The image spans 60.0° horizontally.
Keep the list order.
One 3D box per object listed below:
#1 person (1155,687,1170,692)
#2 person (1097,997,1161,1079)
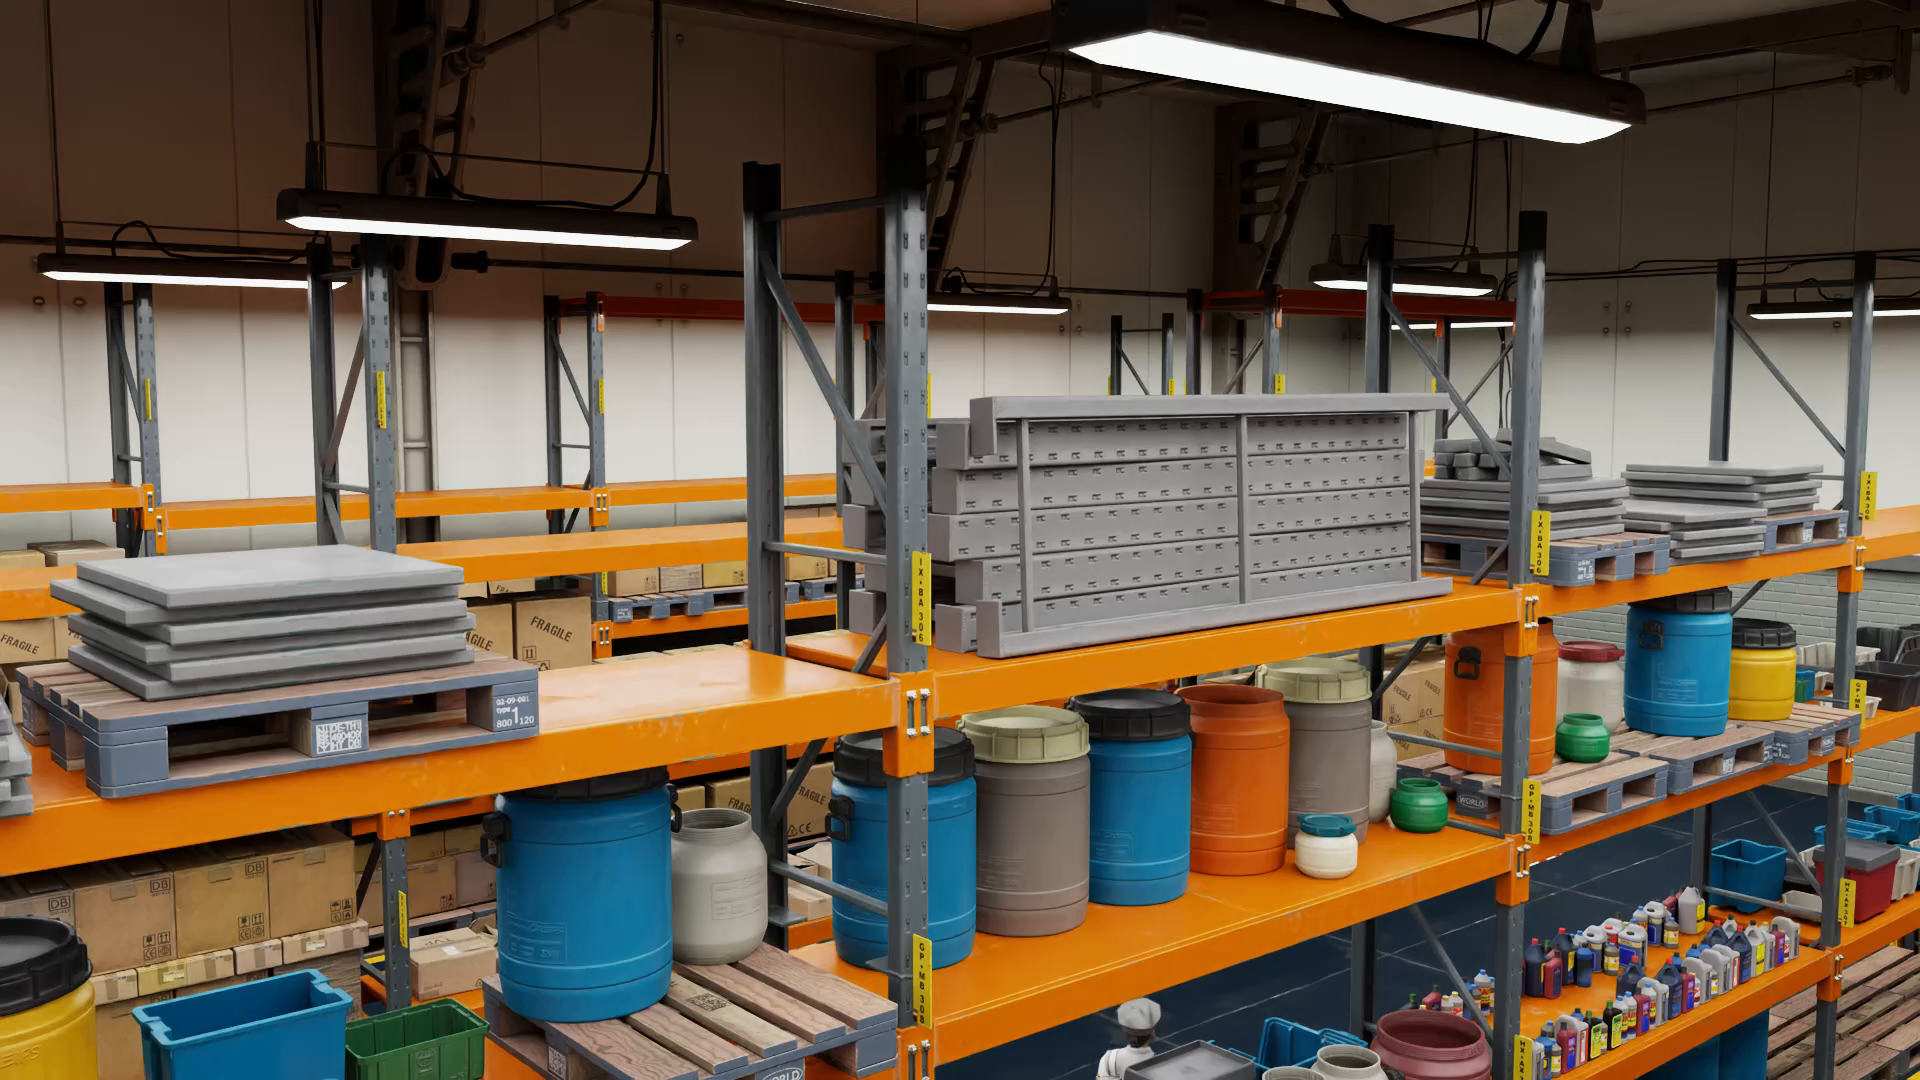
[{"bbox_3d":[2.186,2.492,19.168,1.008,1.609,0.506,-4,7,-34],"label":"person"},{"bbox_3d":[0.967,3.451,9.329,0.489,1.716,0.542,3,6,26],"label":"person"}]
